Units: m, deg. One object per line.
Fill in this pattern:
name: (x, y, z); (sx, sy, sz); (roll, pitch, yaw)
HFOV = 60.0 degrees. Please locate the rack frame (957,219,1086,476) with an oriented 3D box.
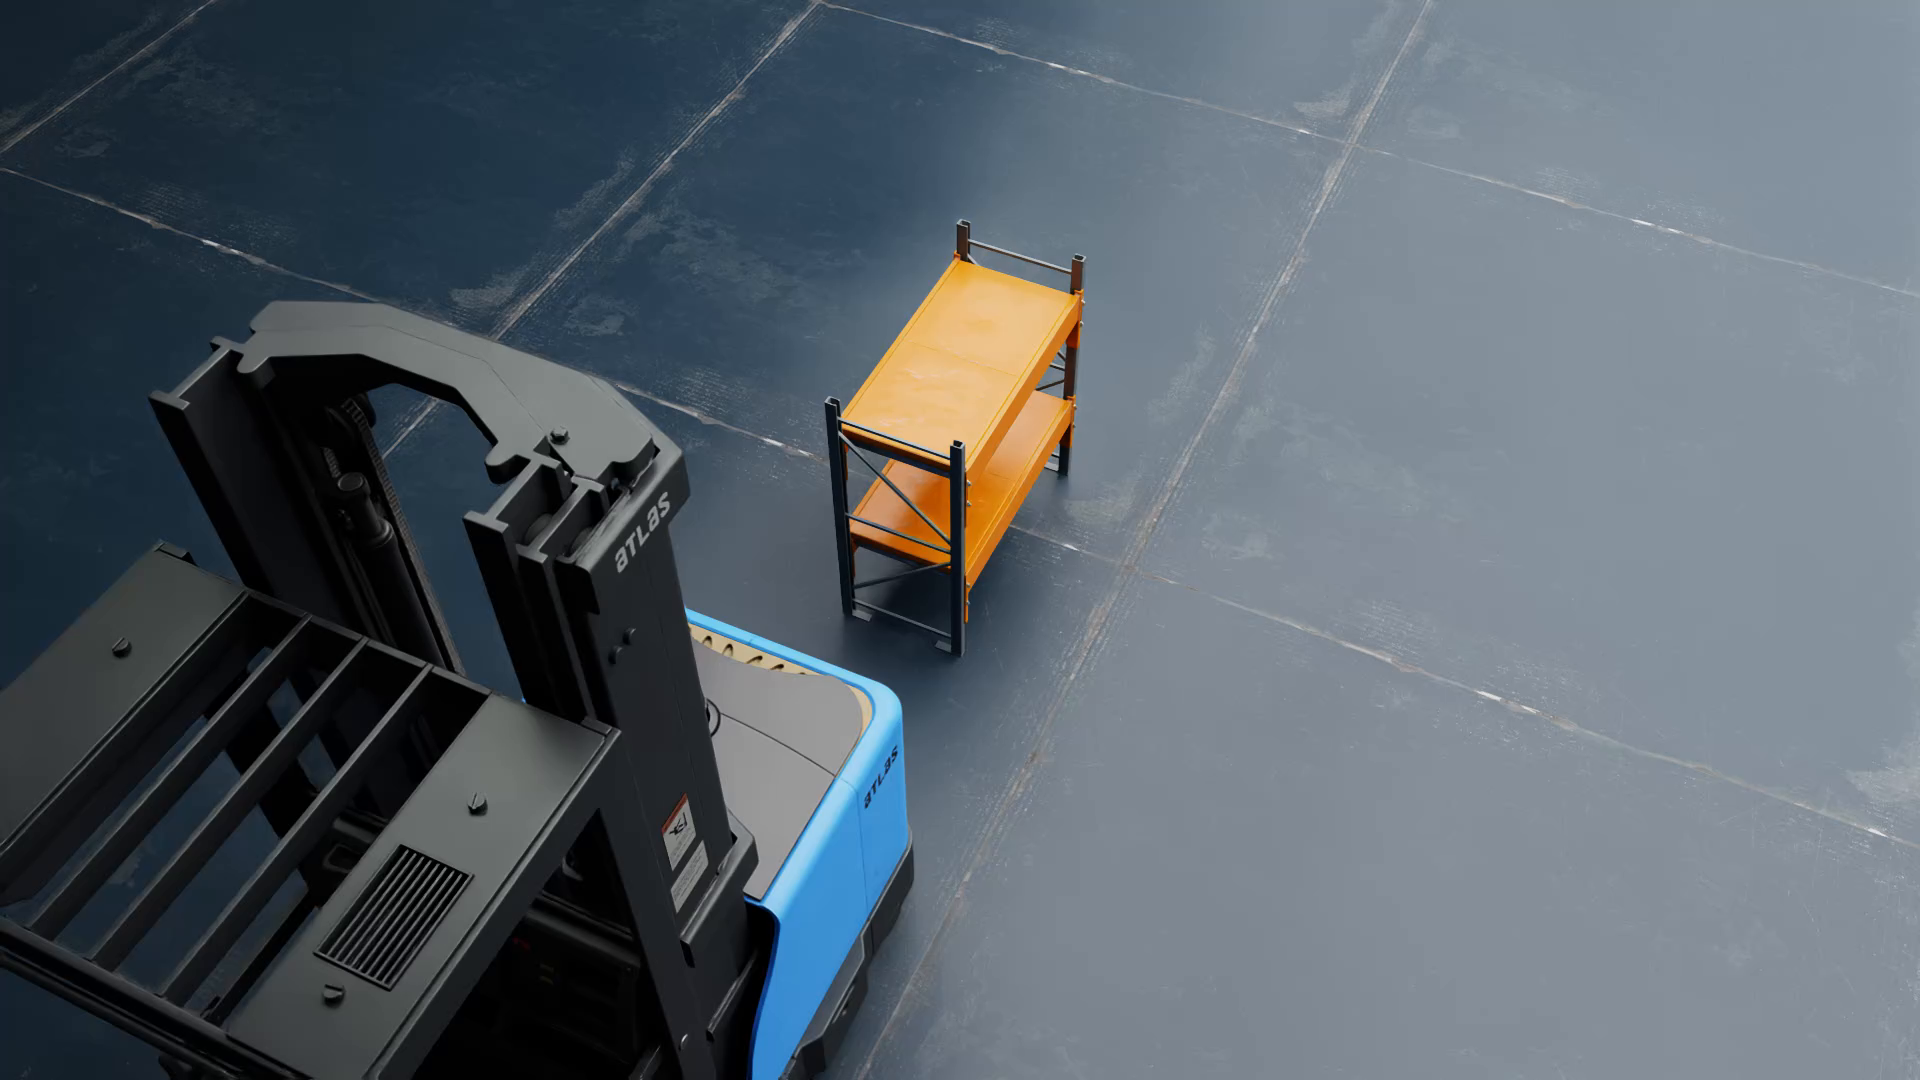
rack frame: (0.220, -0.719, 6.439); (0.500, 1.125, 0.032); (20, 52, 16)

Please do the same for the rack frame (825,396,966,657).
rack frame: (-0.214, -0.019, 5.843); (0.500, 1.125, 0.032); (20, 52, 16)

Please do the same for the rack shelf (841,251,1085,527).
rack shelf: (0.003, -0.559, 5.918); (0.538, 0.278, 1.000); (20, 52, 16)

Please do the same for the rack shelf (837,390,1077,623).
rack shelf: (0.003, -0.211, 6.327); (0.538, 0.278, 1.000); (20, 52, 16)

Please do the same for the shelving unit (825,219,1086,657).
shelving unit: (0.003, -0.369, 6.141); (0.538, 1.125, 1.048); (20, 52, 16)

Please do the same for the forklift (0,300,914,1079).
forklift: (-1.231, 1.048, 3.749); (1.130, 2.935, 3.031); (19, 52, 16)
